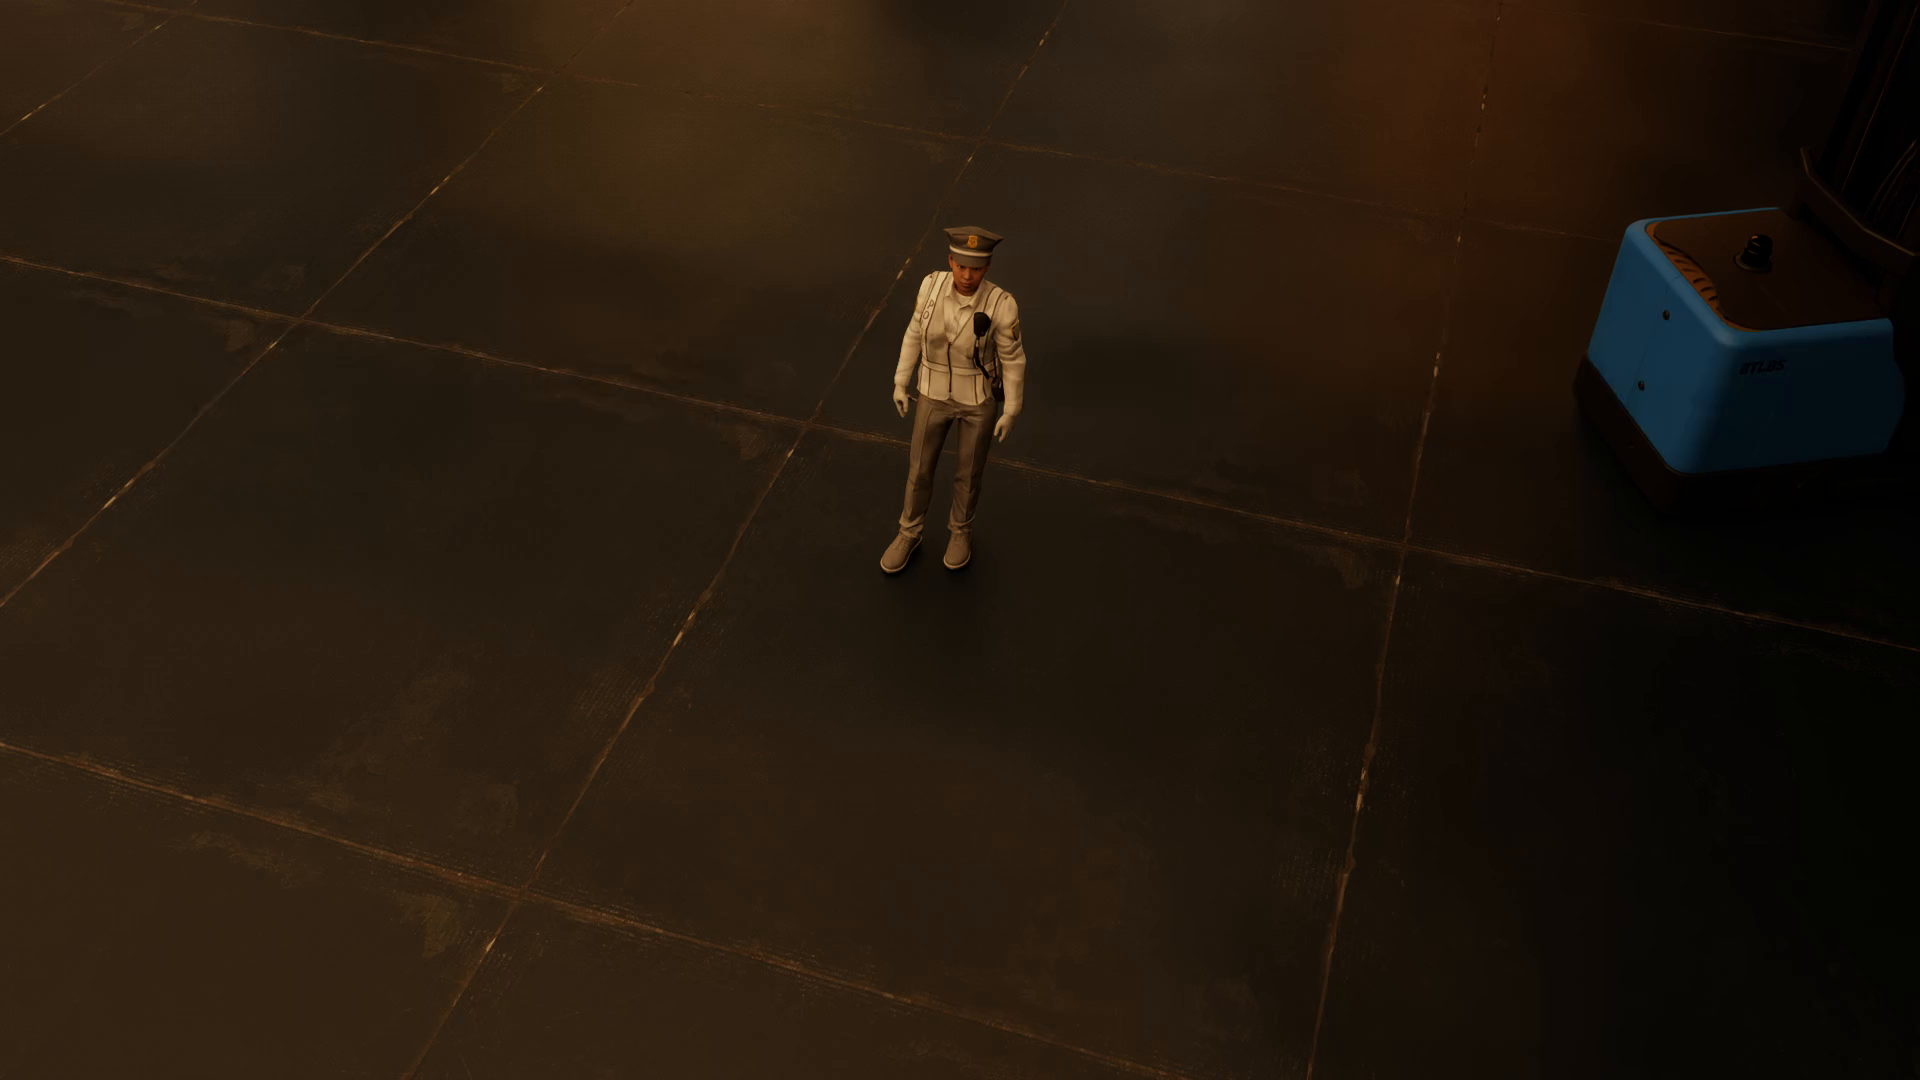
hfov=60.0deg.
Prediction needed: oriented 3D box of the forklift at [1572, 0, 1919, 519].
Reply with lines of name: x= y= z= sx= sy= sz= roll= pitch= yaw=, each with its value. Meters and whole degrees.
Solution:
forklift: x=4.712 y=-1.651 z=7.464 sx=3.031 sy=2.935 sz=1.130 roll=-7 pitch=43 yaw=-7

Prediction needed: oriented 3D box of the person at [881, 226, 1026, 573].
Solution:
person: x=-0.026 y=-0.584 z=7.213 sx=0.587 sy=1.696 sz=0.534 roll=12 pitch=44 yaw=13
